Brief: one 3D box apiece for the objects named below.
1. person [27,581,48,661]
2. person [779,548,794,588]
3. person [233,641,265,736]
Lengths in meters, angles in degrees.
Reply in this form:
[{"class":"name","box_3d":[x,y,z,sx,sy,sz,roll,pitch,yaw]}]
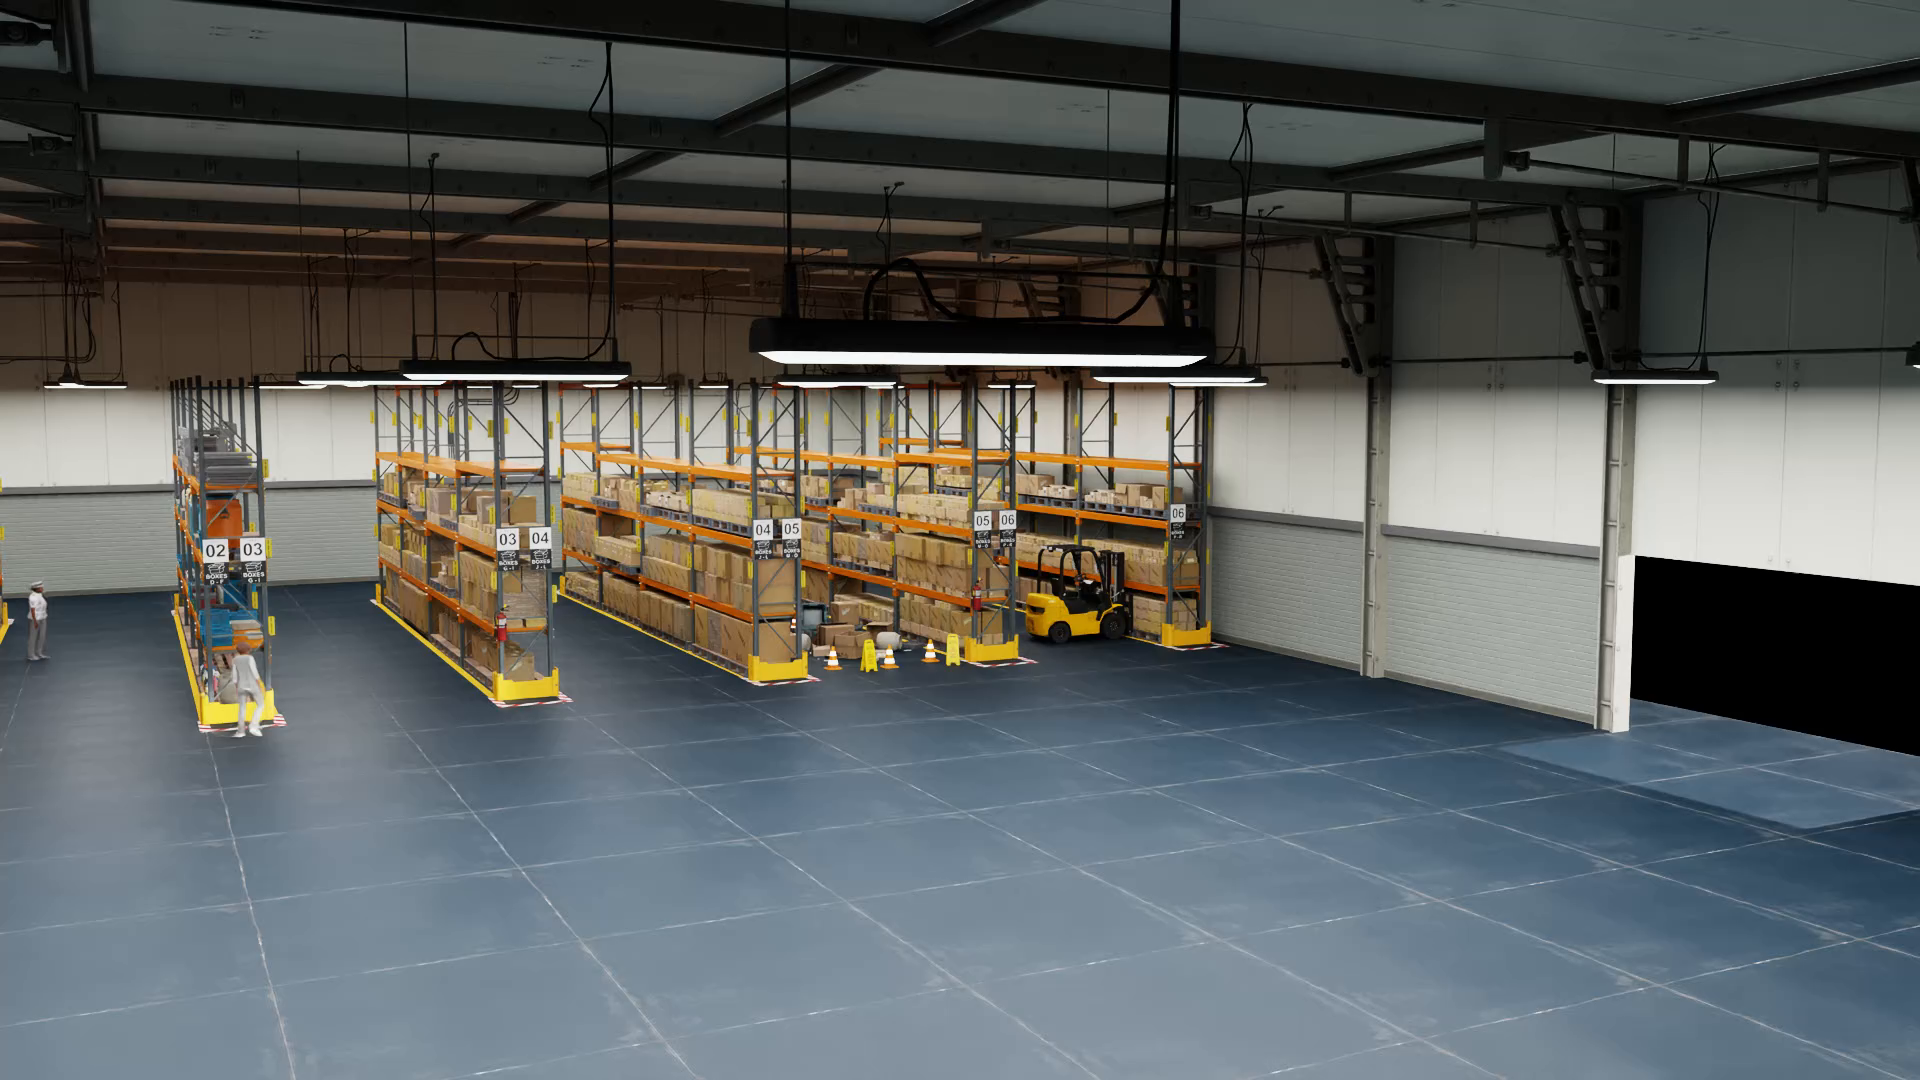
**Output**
[{"class":"person","box_3d":[-19.750,1.718,35.613,0.382,1.688,0.481,0,5,4]},{"class":"person","box_3d":[-4.486,1.091,42.192,0.567,1.779,0.410,0,5,1]},{"class":"person","box_3d":[-11.801,2.473,27.511,0.525,1.602,0.358,0,5,2]}]
